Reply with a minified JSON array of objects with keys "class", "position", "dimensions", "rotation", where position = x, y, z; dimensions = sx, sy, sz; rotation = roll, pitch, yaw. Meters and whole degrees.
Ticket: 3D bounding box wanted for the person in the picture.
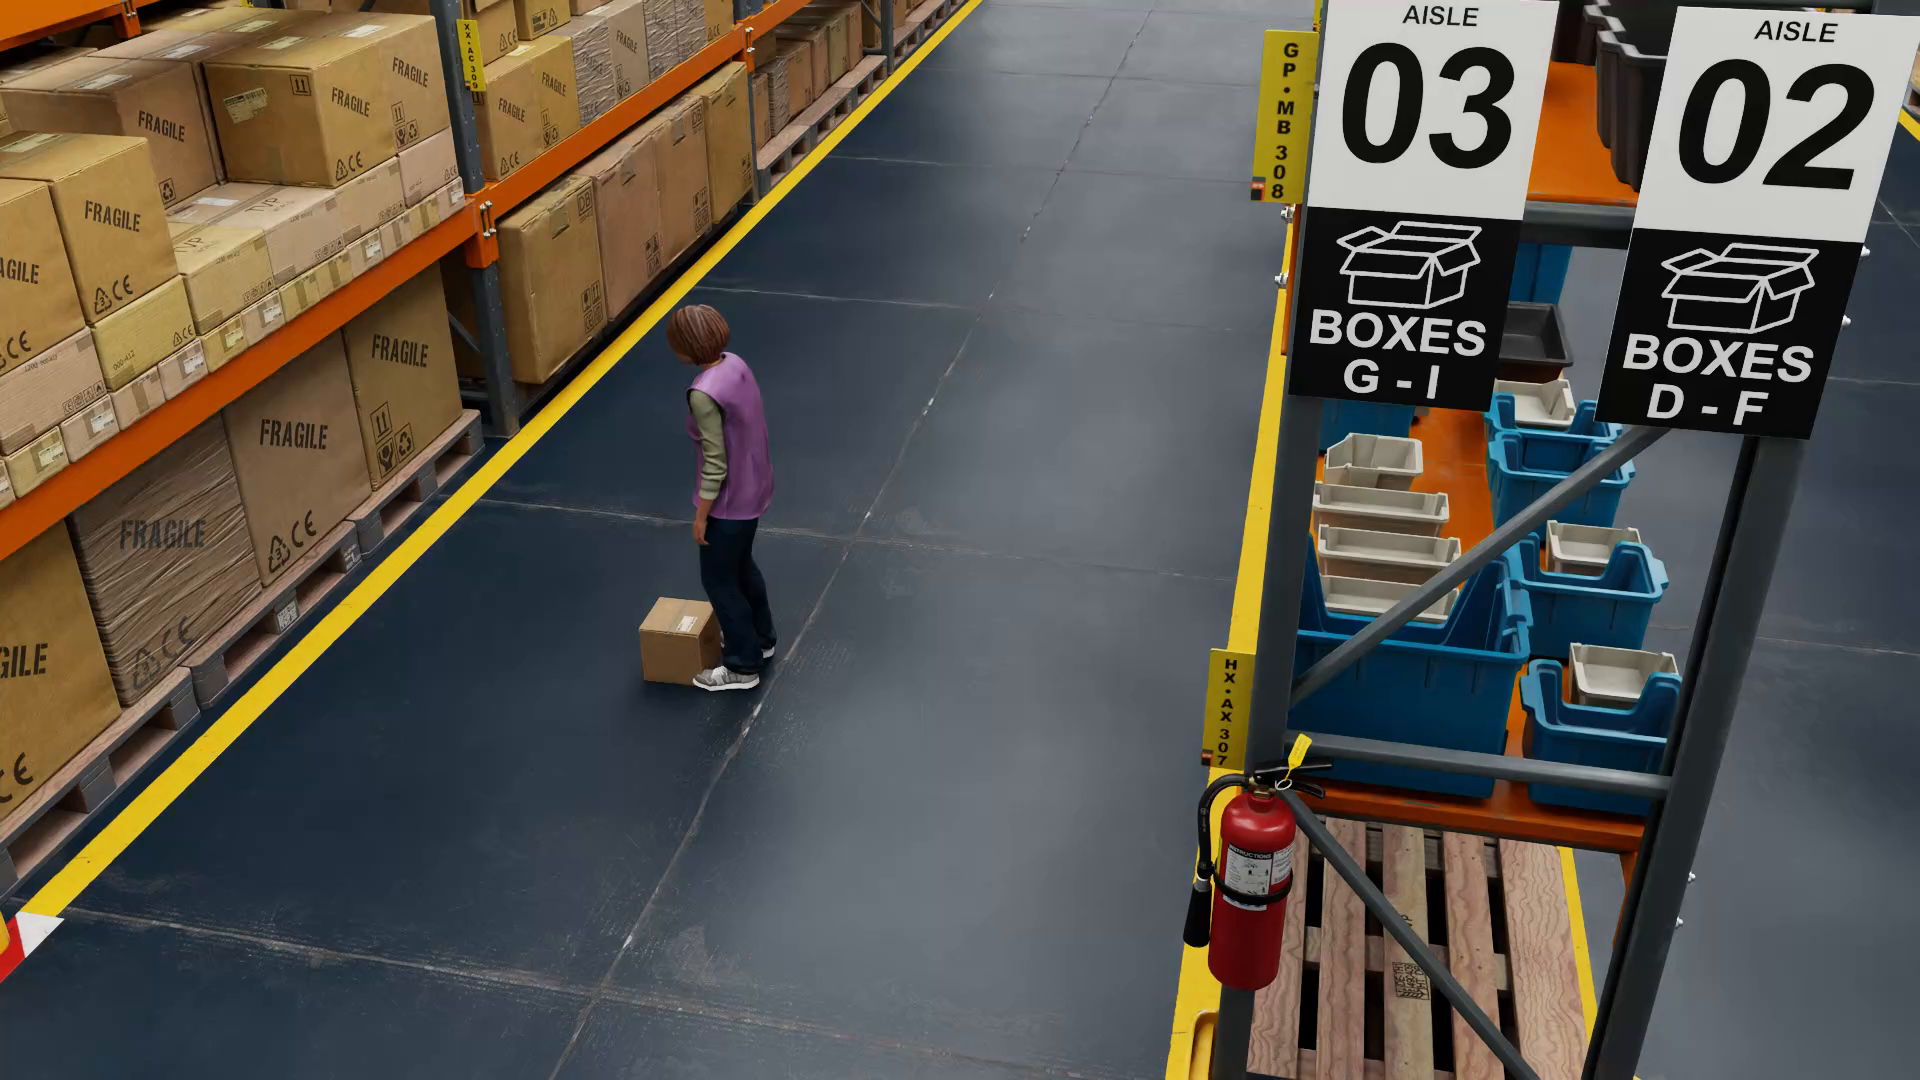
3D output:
[{"class":"person","position":[-0.895,-0.153,6.411],"dimensions":[0.343,1.592,0.461],"rotation":[6,30,11]}]
